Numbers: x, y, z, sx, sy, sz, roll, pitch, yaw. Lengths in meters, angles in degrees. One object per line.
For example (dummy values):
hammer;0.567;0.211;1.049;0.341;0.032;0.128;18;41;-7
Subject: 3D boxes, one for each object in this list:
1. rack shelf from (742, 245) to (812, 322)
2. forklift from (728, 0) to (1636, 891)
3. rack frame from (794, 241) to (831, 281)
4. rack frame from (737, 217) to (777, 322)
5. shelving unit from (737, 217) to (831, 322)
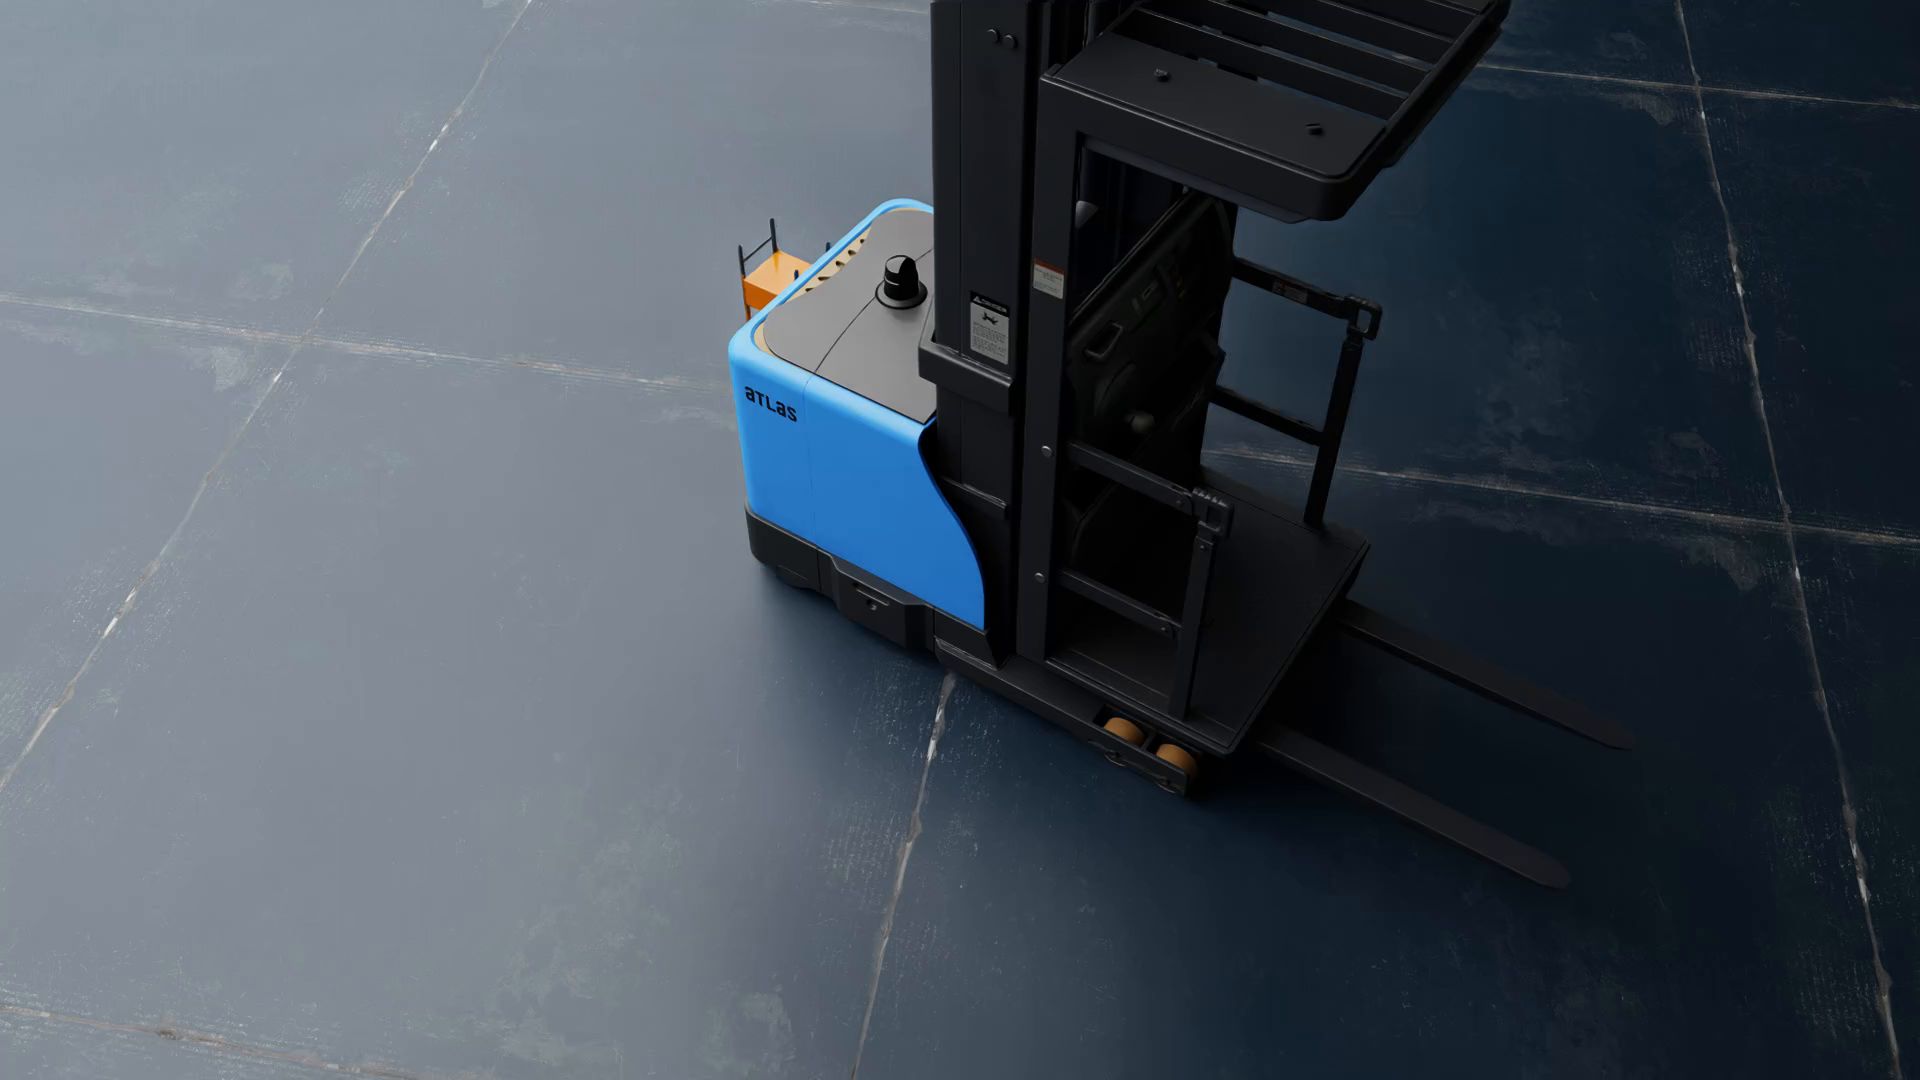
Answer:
rack shelf;-0.610;-0.855;5.945;0.240;0.259;0.215;26;53;22
forklift;0.739;-0.601;4.820;3.031;2.935;1.130;26;53;22
rack frame;-0.508;-0.623;6.104;0.008;1.050;0.200;26;53;22
rack frame;-0.712;-0.722;6.193;0.008;1.050;0.200;26;53;22
shelving unit;-0.610;-0.673;6.148;0.252;1.050;0.215;26;53;22
